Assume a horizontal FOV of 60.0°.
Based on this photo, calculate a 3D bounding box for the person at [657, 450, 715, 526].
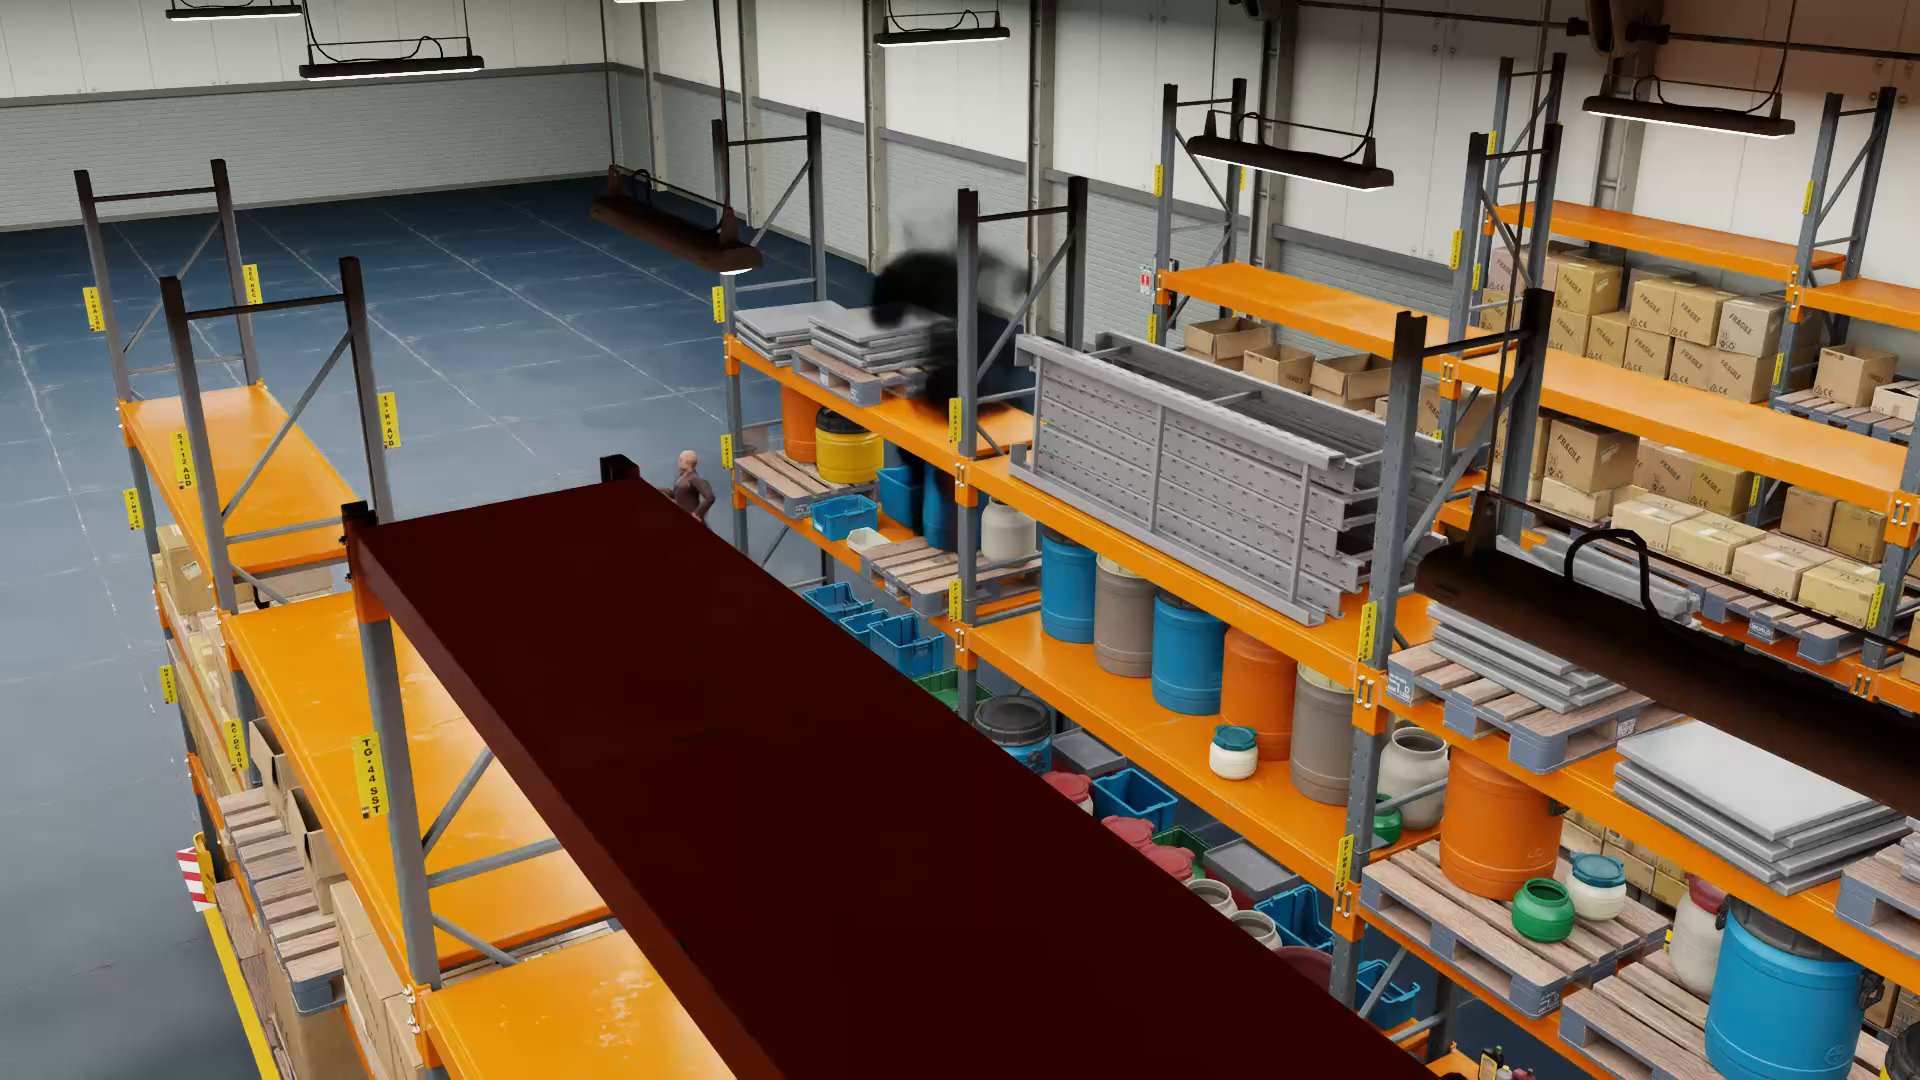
[{"bbox_3d":[-3.118,-0.167,19.408,0.842,1.841,0.692,-3,22,-7],"label":"person"}]
